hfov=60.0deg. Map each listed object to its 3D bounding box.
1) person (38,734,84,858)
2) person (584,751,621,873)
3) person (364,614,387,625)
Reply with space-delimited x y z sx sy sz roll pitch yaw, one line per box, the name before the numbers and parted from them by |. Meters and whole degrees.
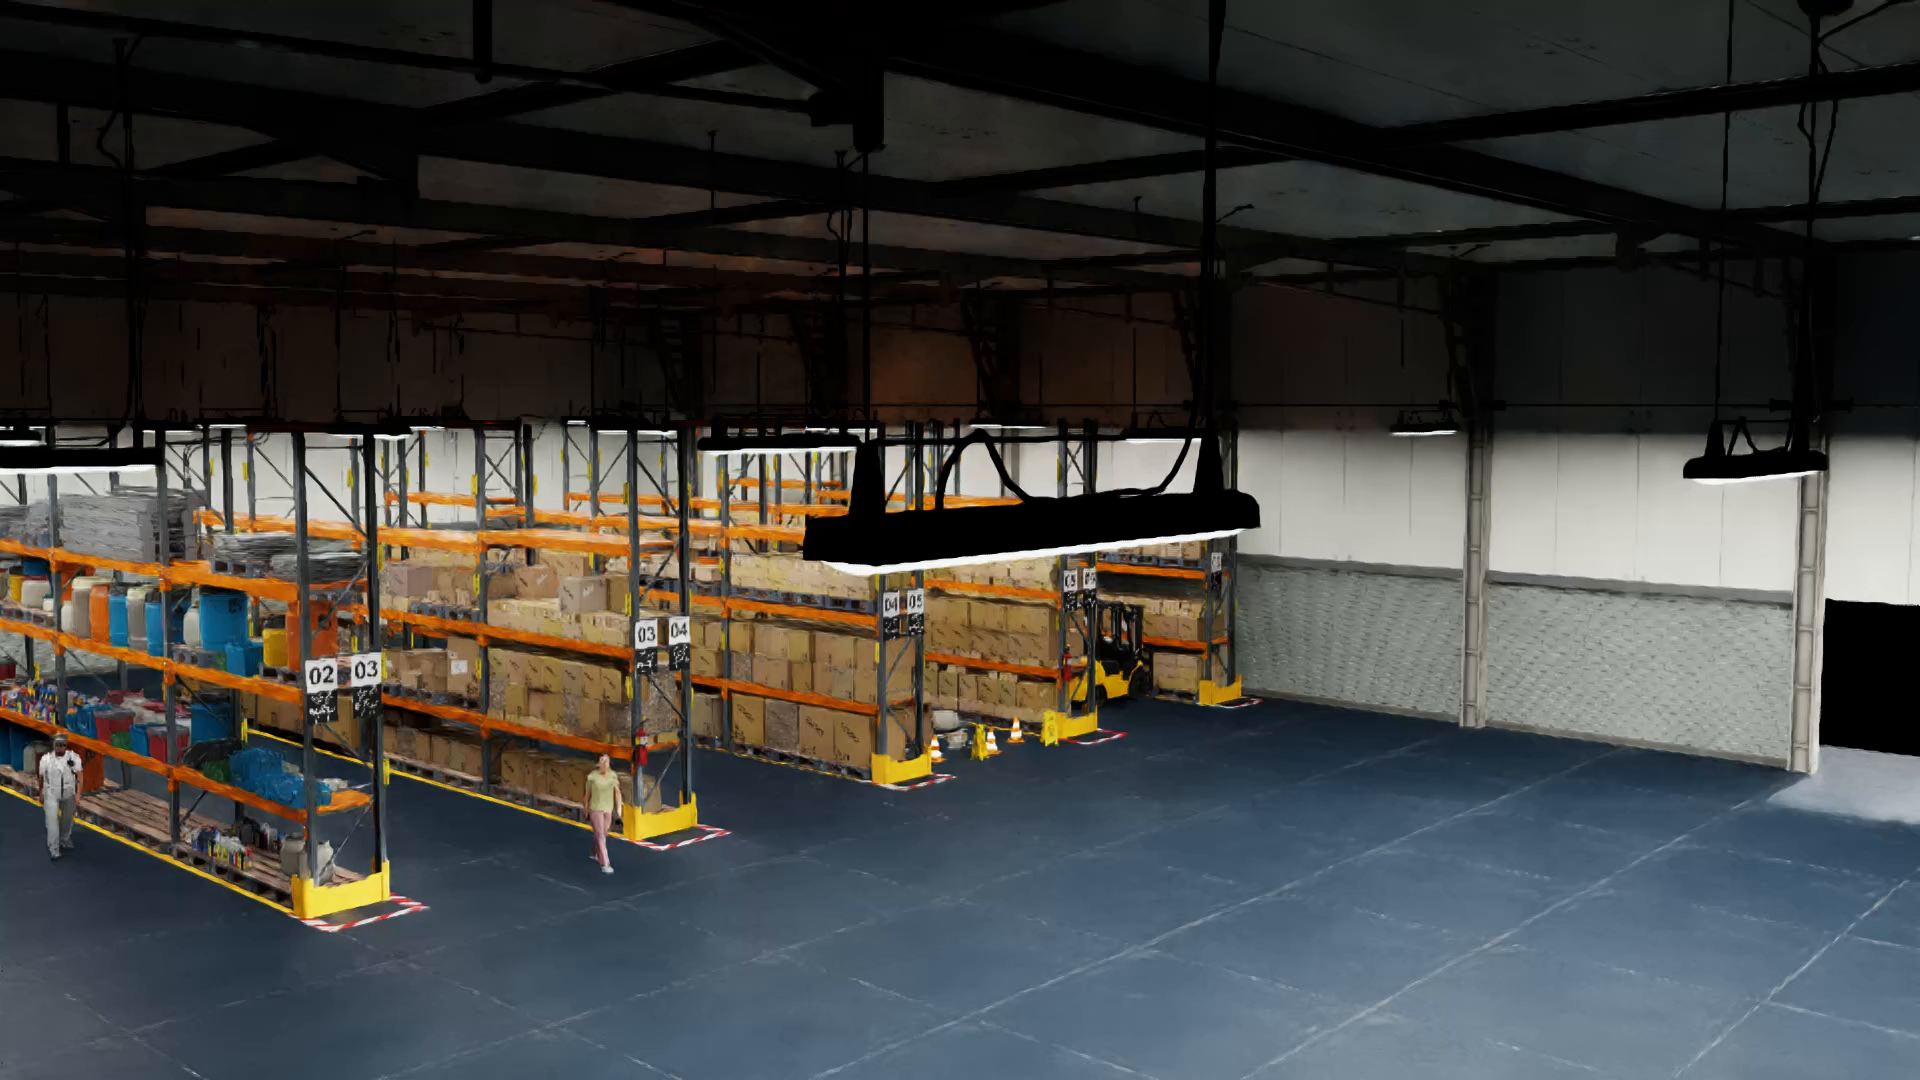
person | -12.627 3.548 23.384 0.535 1.705 1.029 -4 6 -38
person | -4.840 3.660 22.637 0.448 1.601 1.006 -4 6 -38
person | -13.850 2.219 39.517 0.678 1.768 0.548 0 5 5
